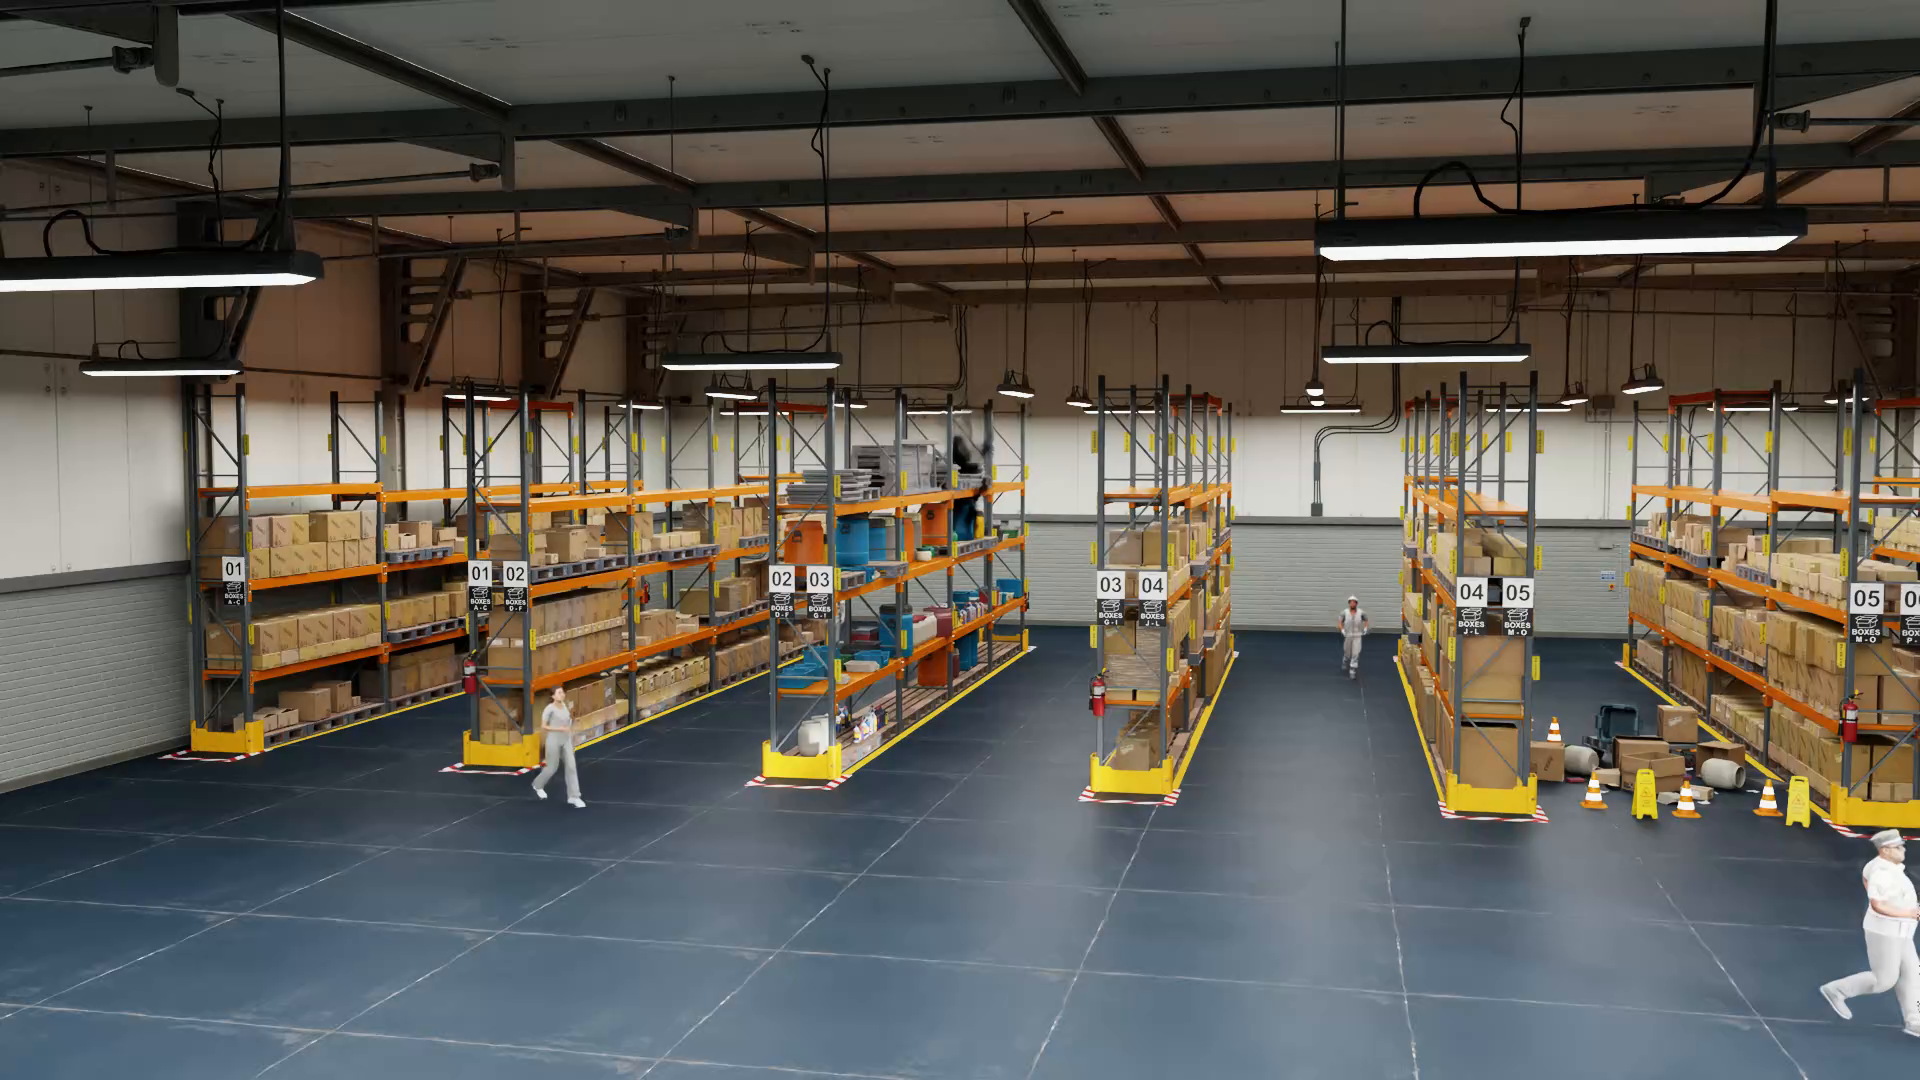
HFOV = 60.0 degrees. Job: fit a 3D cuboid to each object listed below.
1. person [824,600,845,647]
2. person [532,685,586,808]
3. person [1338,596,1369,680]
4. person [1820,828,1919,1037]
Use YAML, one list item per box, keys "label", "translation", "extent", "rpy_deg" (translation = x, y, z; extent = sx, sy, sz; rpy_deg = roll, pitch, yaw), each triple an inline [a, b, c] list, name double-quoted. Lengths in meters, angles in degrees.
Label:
- label: "person"
  translation: [-2.719, 1.848, 35.673]
  extent: [0.592, 1.790, 0.666]
  rpy_deg: [0, 3, 5]
- label: "person"
  translation: [-5.575, 2.831, 23.001]
  extent: [0.969, 1.673, 0.573]
  rpy_deg: [2, 4, 36]
- label: "person"
  translation: [8.462, 2.088, 35.767]
  extent: [0.662, 1.771, 0.791]
  rpy_deg: [1, 3, 11]
- label: "person"
  translation: [7.826, 3.307, 14.049]
  extent: [0.954, 1.780, 0.664]
  rpy_deg: [3, 4, 39]
